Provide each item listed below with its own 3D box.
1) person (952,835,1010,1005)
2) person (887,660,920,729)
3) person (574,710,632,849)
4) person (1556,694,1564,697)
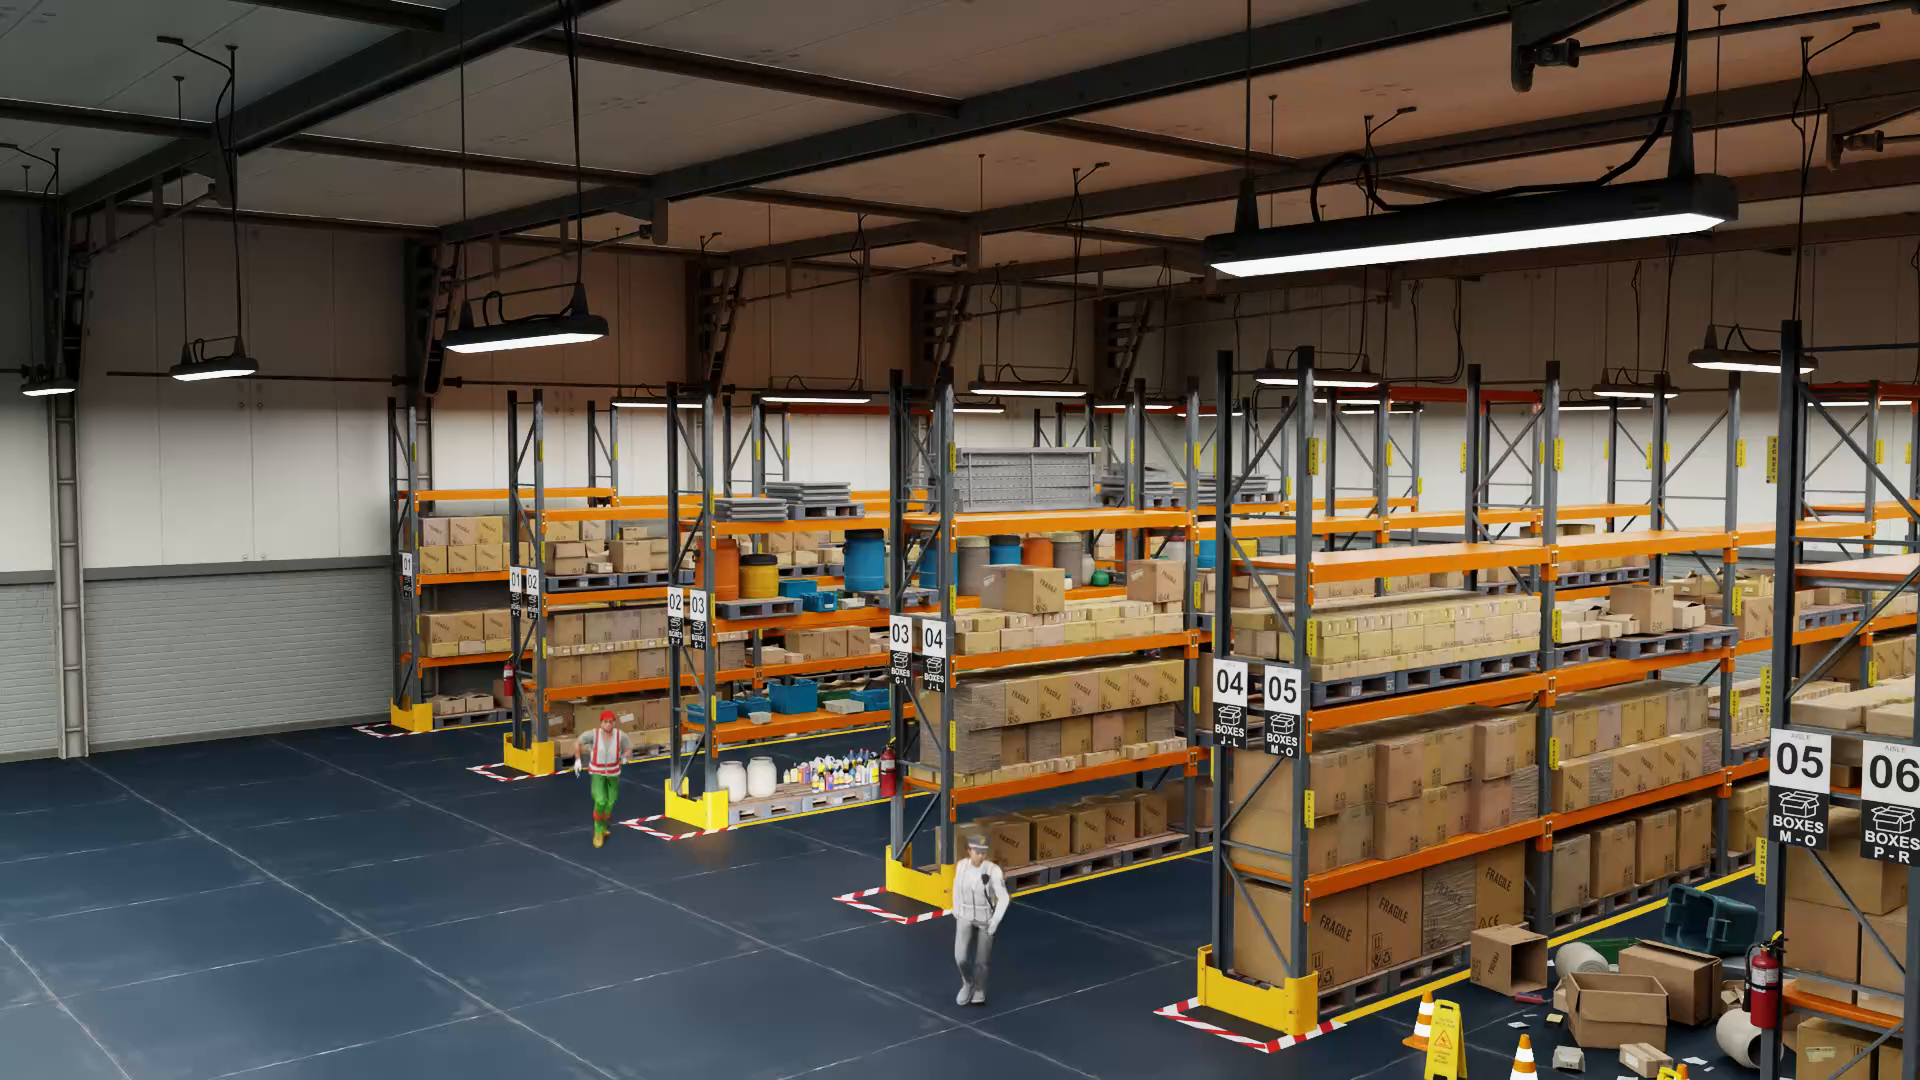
[{"bbox_3d":[0.170,3.459,15.083,0.590,1.615,0.751,1,3,10],"label":"person"},{"bbox_3d":[-0.814,2.731,27.611,1.185,1.605,0.717,-2,4,-30],"label":"person"},{"bbox_3d":[-4.588,3.042,21.433,0.711,1.763,0.840,-1,4,-22],"label":"person"},{"bbox_3d":[8.529,2.973,23.459,0.638,1.660,0.663,2,4,35],"label":"person"}]
